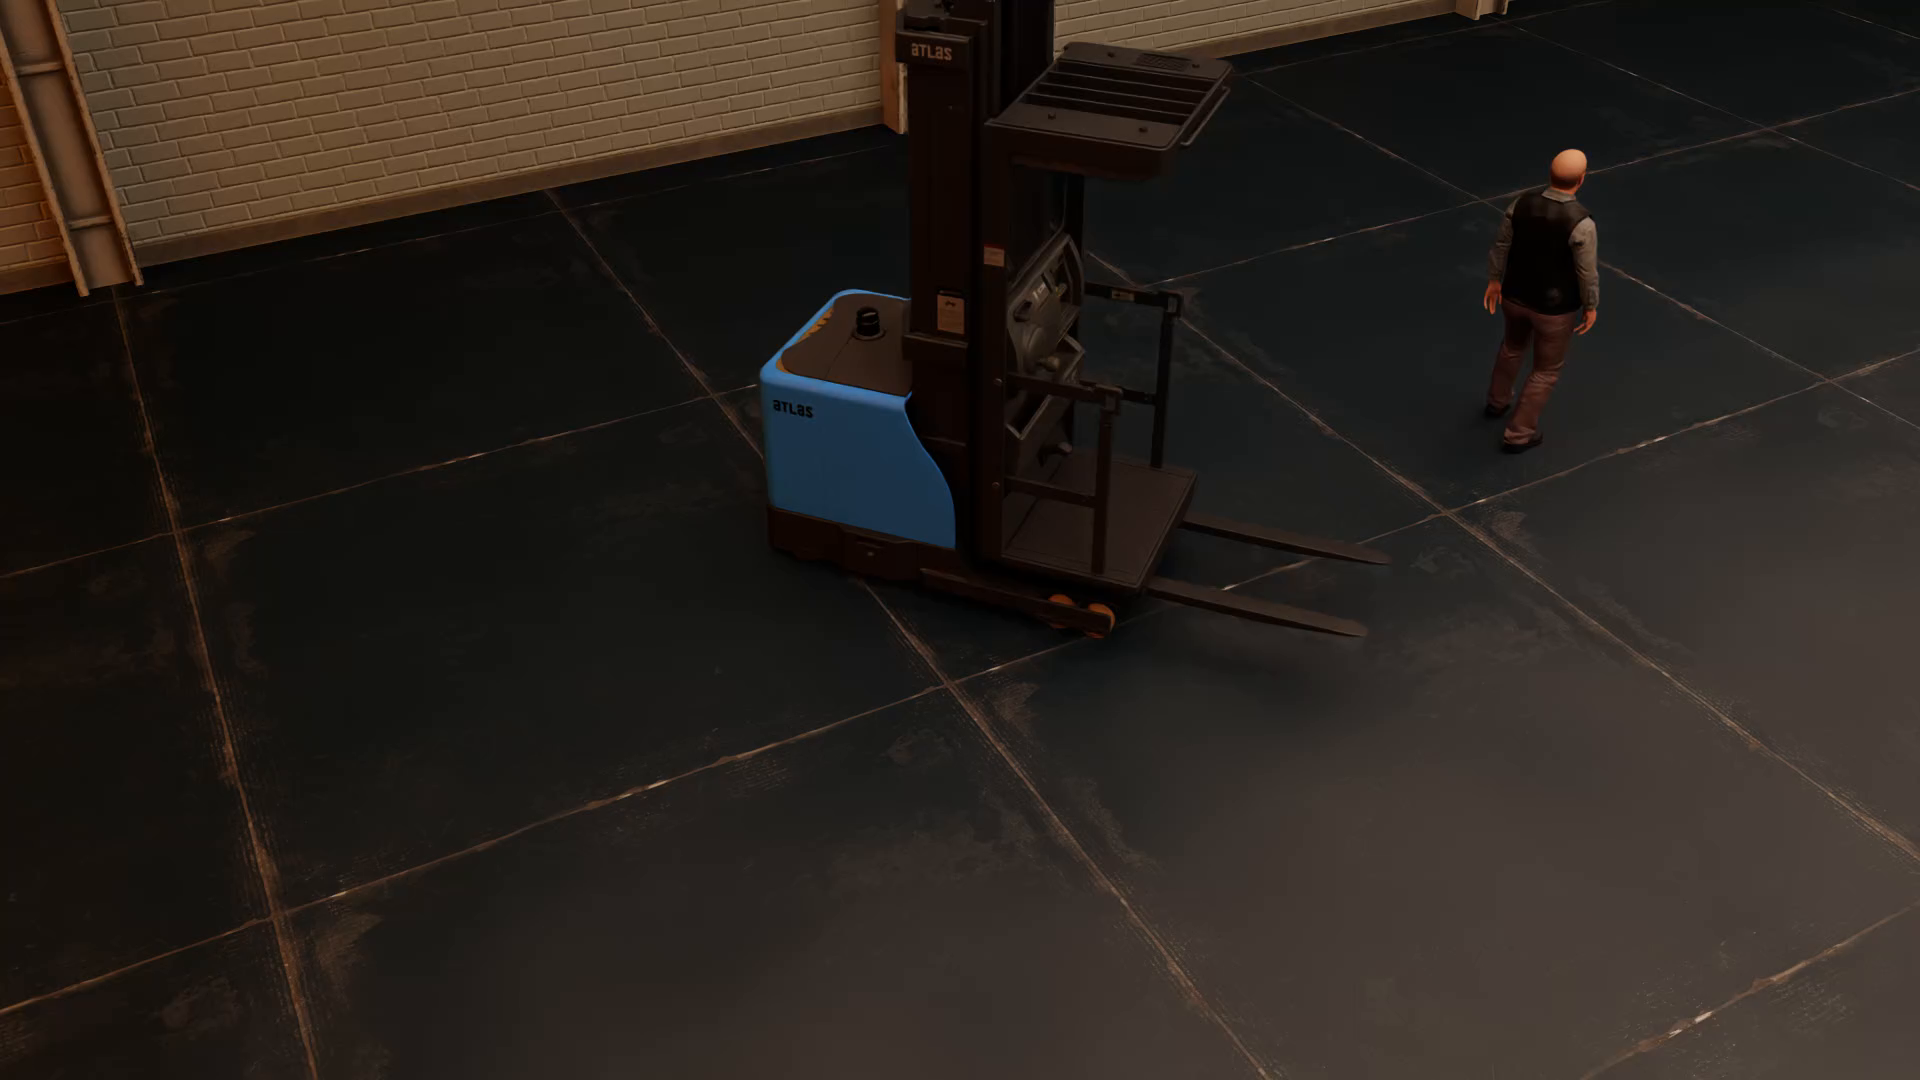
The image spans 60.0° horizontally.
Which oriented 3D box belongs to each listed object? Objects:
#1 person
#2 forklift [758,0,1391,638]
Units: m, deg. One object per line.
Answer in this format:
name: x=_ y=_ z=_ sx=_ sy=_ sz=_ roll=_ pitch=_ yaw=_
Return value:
person: x=3.201 y=-1.300 z=9.074 sx=0.535 sy=1.763 sz=0.621 roll=-26 pitch=43 yaw=-32
forklift: x=0.584 y=-1.074 z=7.642 sx=3.031 sy=2.935 sz=1.130 roll=13 pitch=37 yaw=18
